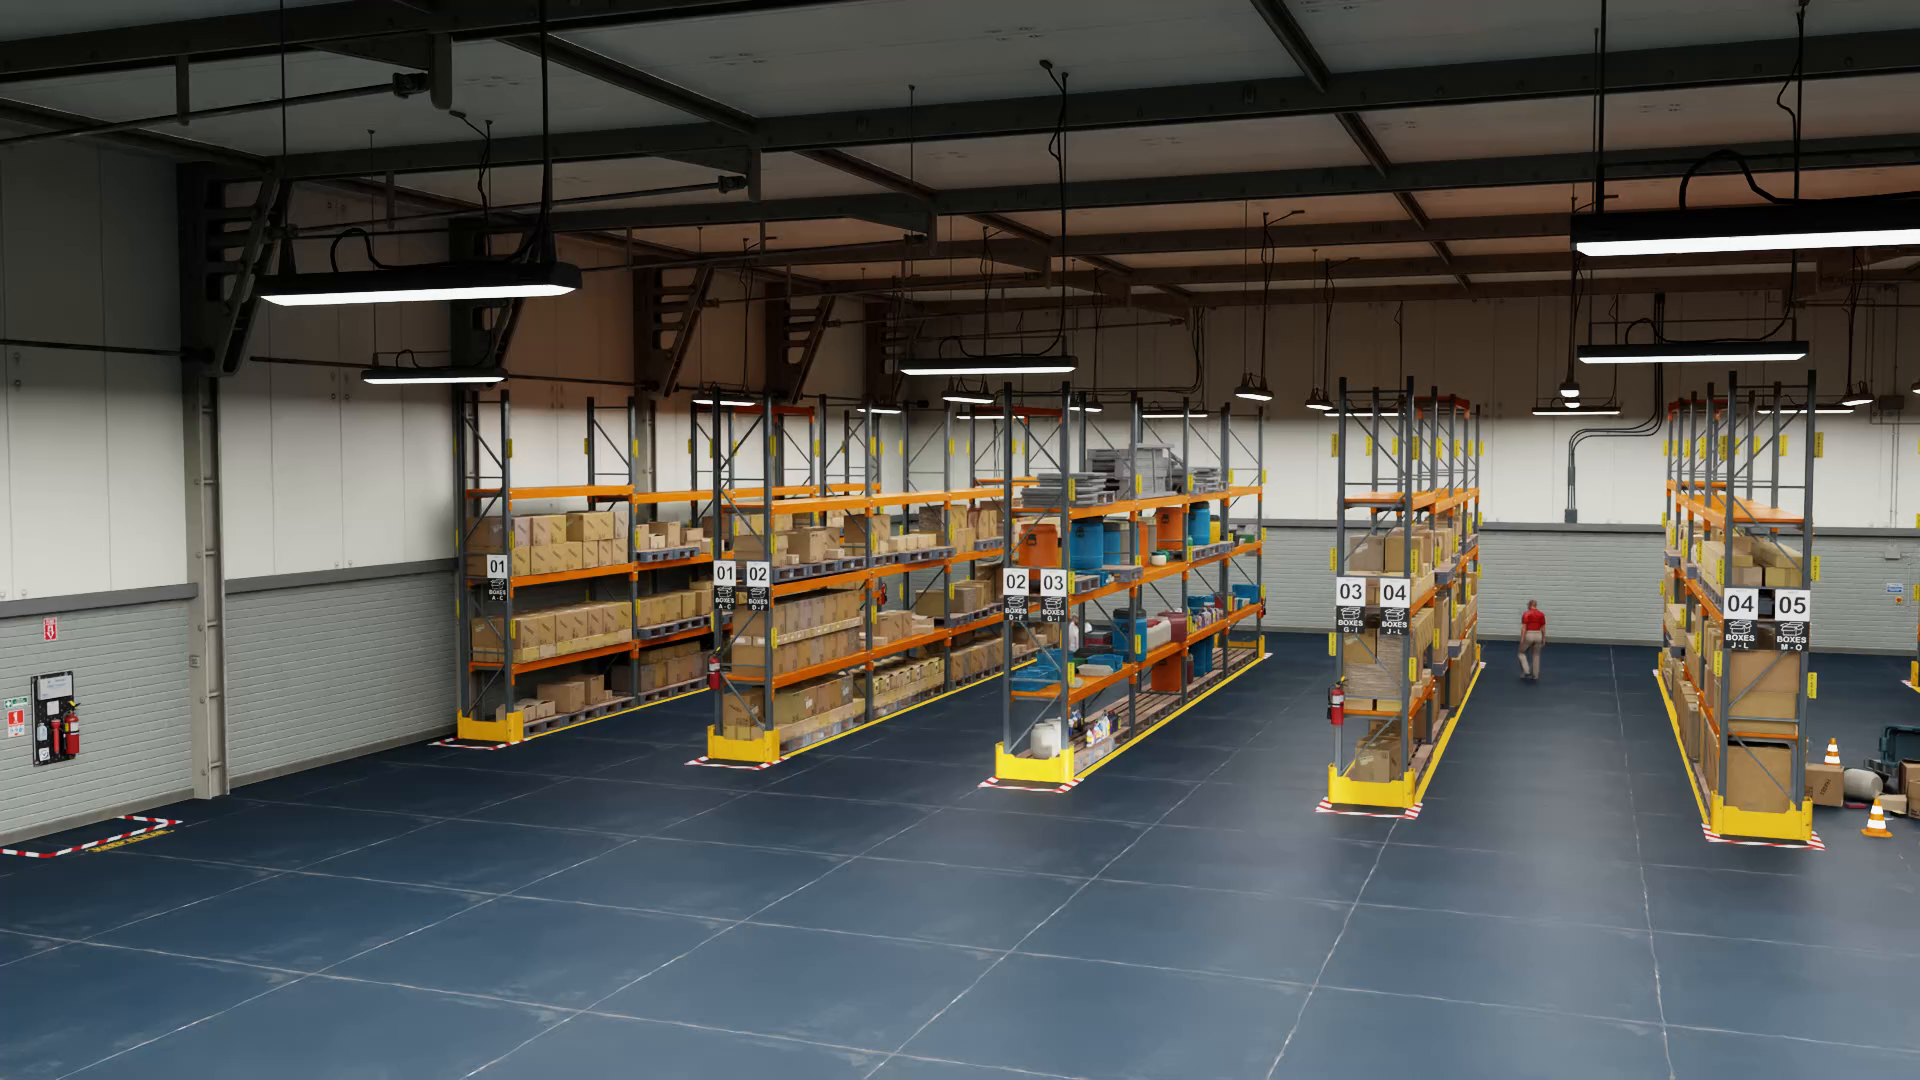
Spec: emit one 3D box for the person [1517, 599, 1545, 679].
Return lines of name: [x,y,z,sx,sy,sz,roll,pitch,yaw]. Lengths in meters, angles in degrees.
person: [12.415,2.166,36.096,0.580,1.756,0.413,0,3,-9]

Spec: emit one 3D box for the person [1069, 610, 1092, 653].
person: [2.504,2.272,33.945,0.598,1.740,0.622,2,4,32]
